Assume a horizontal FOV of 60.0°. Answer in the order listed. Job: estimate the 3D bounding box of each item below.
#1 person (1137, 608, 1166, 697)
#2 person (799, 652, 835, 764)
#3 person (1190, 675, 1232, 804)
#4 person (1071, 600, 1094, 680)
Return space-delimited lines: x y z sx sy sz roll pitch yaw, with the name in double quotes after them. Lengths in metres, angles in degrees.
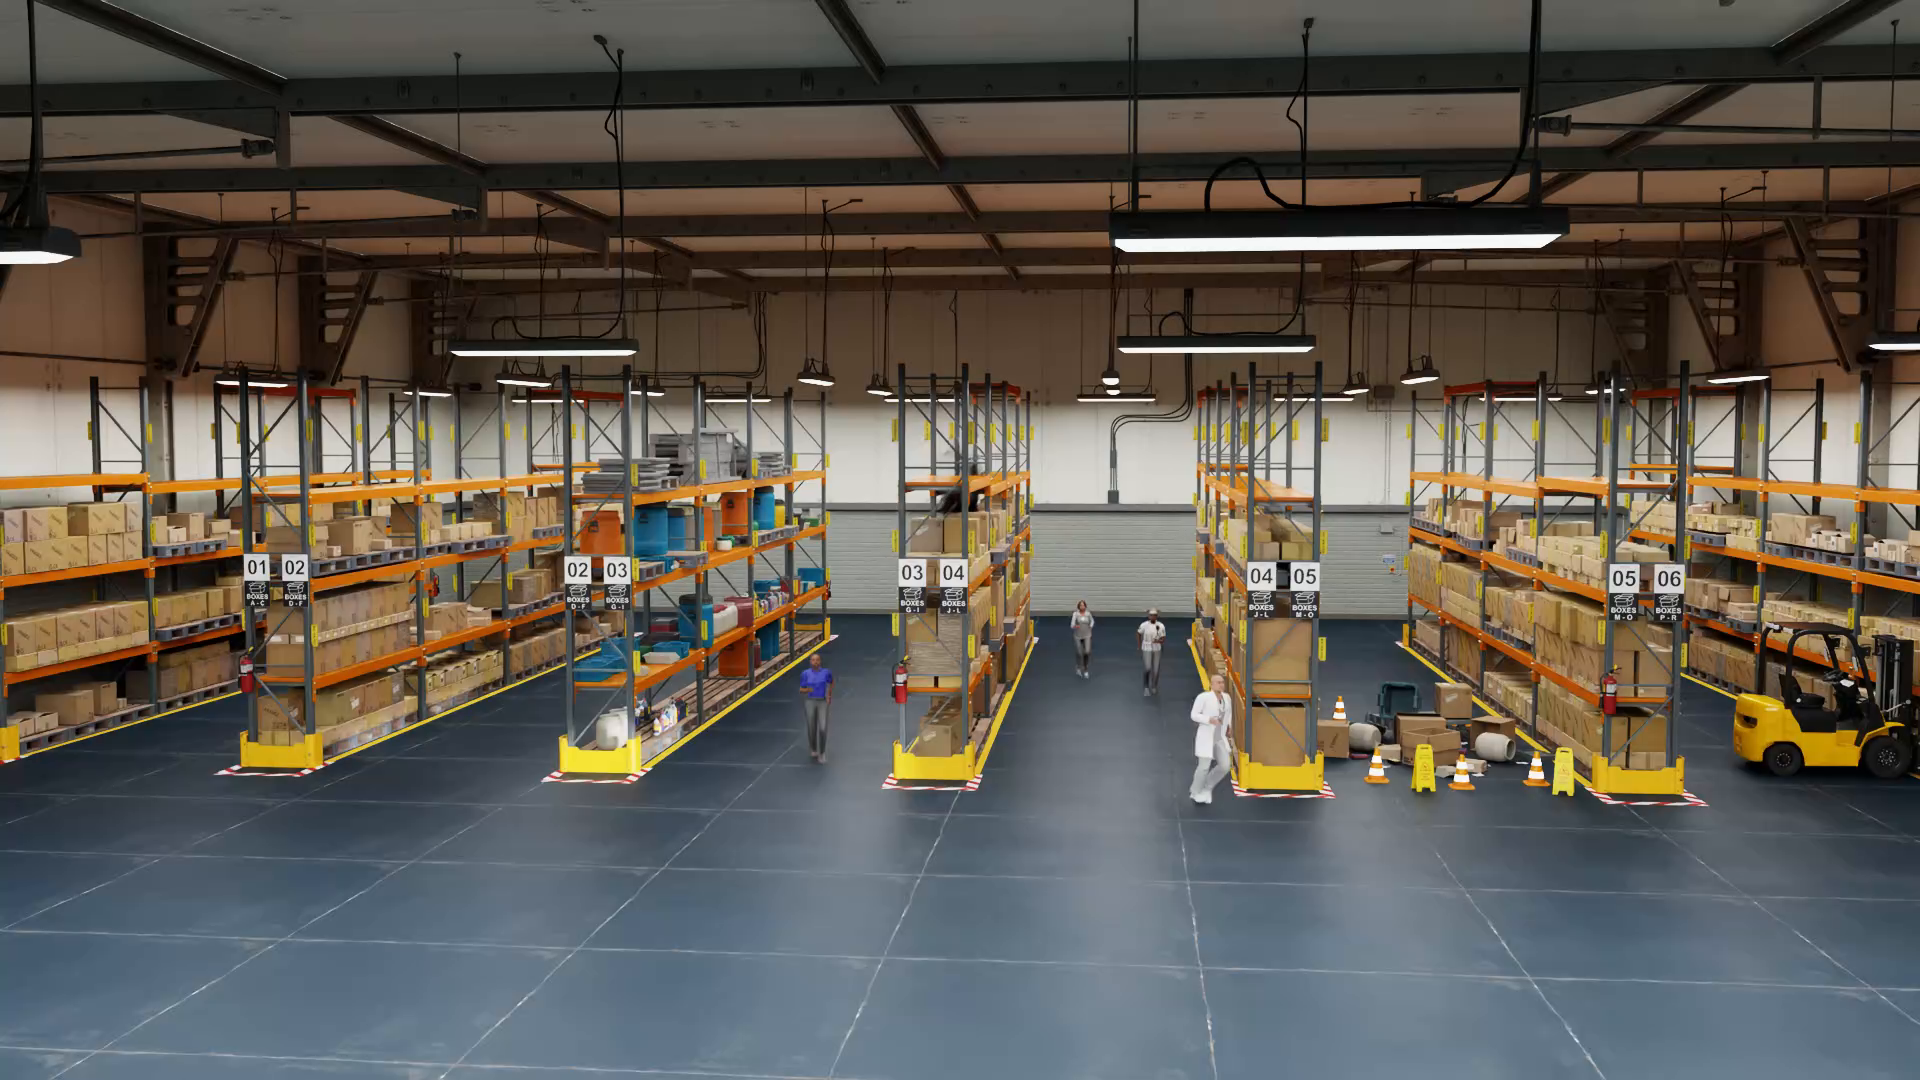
3.644 2.129 31.633 0.542 1.699 0.670 0 4 2 "person"
-2.175 2.563 25.296 0.553 1.699 0.681 0 4 -5 "person"
3.459 2.699 22.418 0.716 1.762 0.691 -1 4 -20 "person"
2.497 2.029 33.939 0.482 1.623 0.734 0 4 1 "person"
